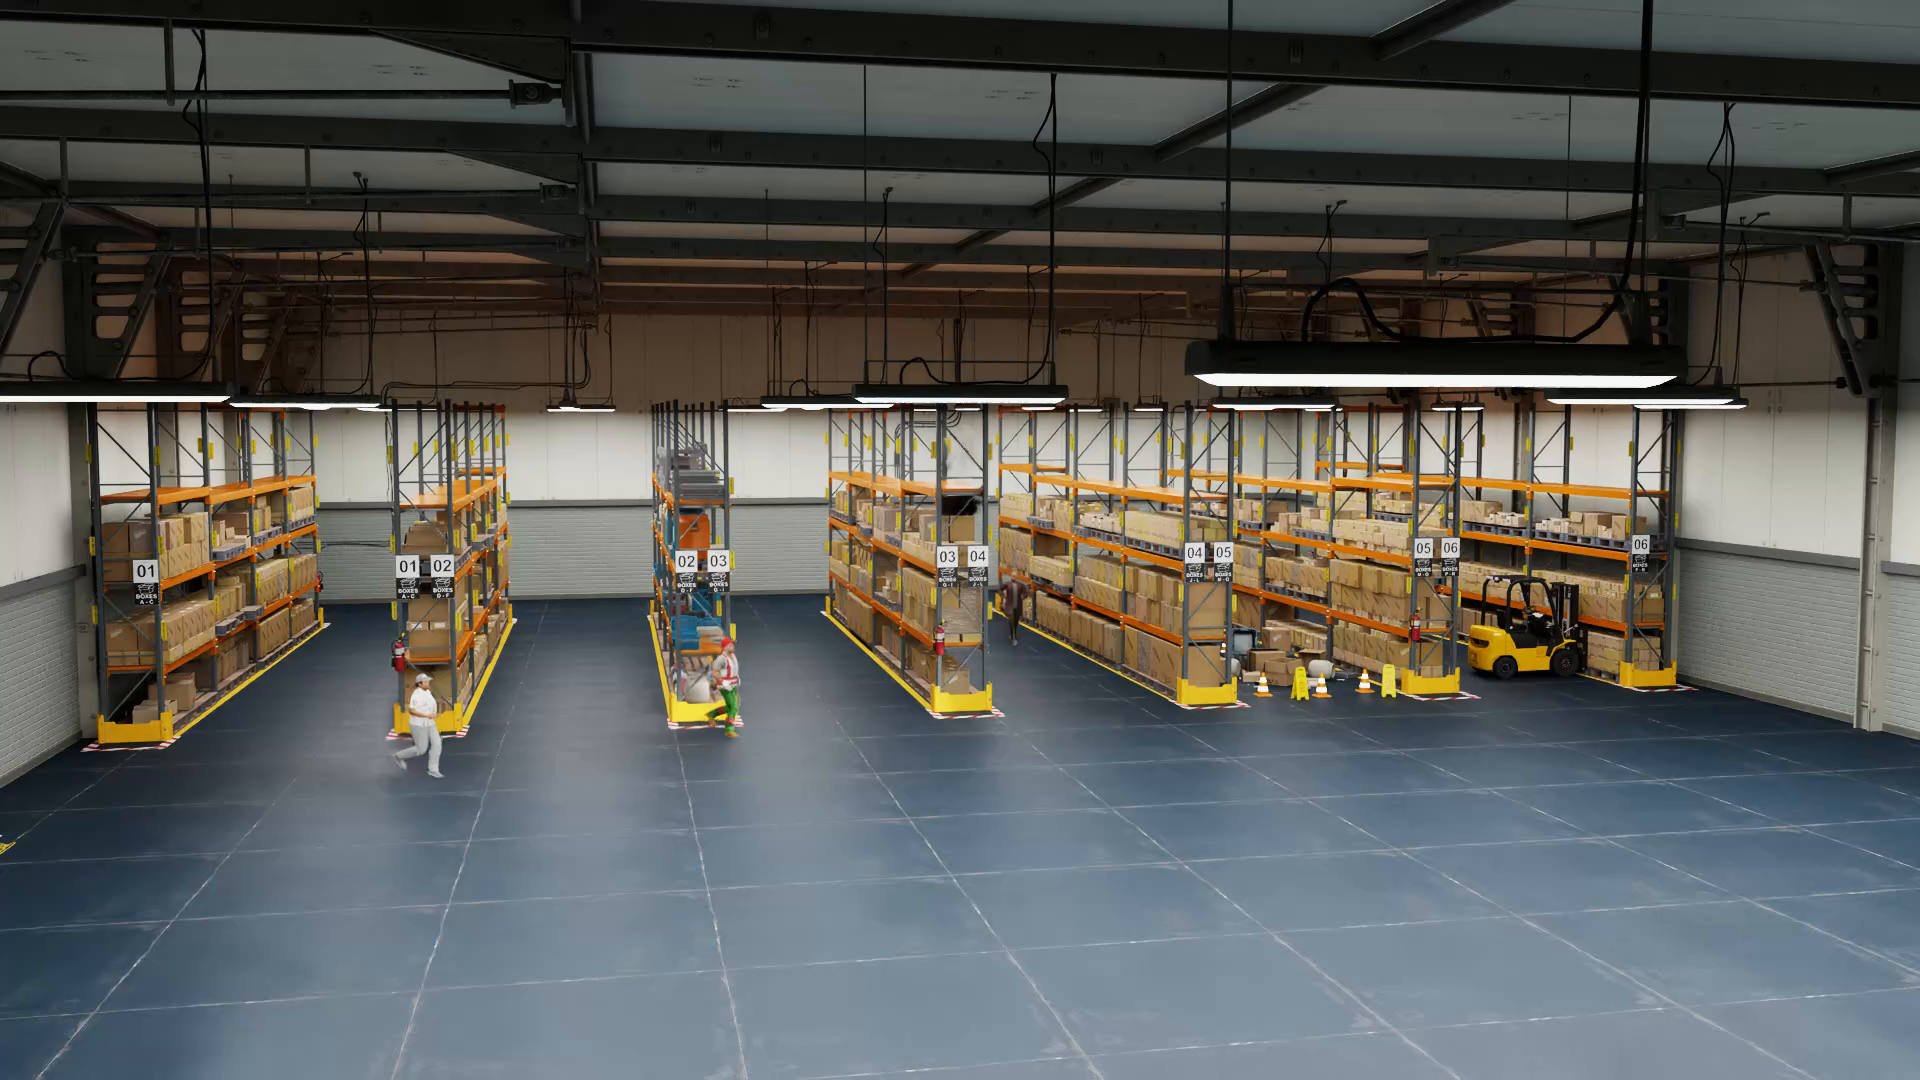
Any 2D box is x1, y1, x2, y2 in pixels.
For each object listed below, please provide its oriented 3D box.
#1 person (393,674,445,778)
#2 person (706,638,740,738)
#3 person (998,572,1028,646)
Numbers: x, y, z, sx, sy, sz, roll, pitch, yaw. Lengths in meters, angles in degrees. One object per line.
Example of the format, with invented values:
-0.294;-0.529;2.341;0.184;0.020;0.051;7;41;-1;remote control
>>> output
-8.542;2.947;26.289;0.807;1.681;0.613;1;4;9;person
-4.223;2.617;29.646;0.703;1.772;0.677;2;5;22;person
1.347;1.692;41.532;0.704;1.802;1.047;-1;4;-12;person
